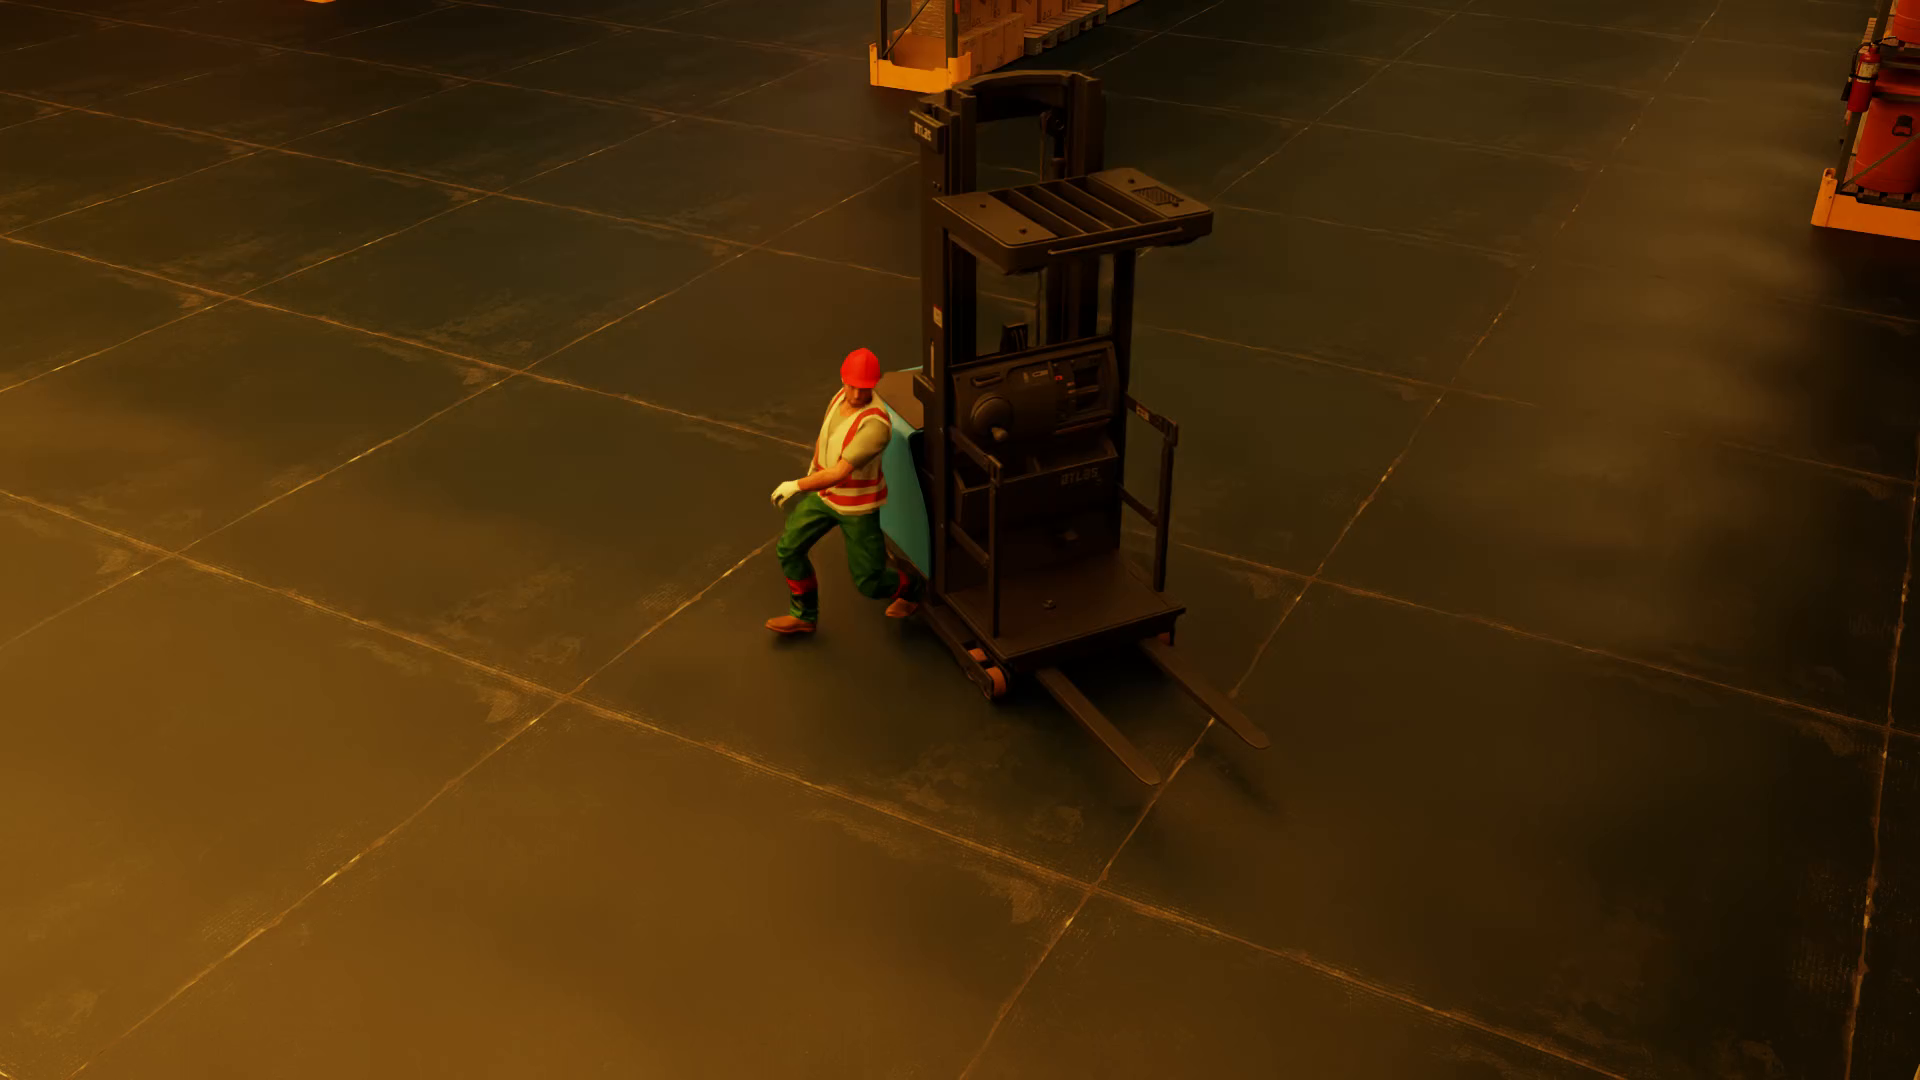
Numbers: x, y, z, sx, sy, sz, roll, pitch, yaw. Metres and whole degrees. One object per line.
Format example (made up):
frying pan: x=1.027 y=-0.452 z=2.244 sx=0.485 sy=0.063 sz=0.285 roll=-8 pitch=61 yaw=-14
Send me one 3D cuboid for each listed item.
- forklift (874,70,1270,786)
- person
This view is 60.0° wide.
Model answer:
forklift: x=0.491 y=-0.702 z=8.288 sx=1.130 sy=2.935 sz=3.031 roll=-14 pitch=33 yaw=-23
person: x=-0.629 y=-0.236 z=8.741 sx=0.827 sy=1.697 sz=0.734 roll=-22 pitch=37 yaw=-33
